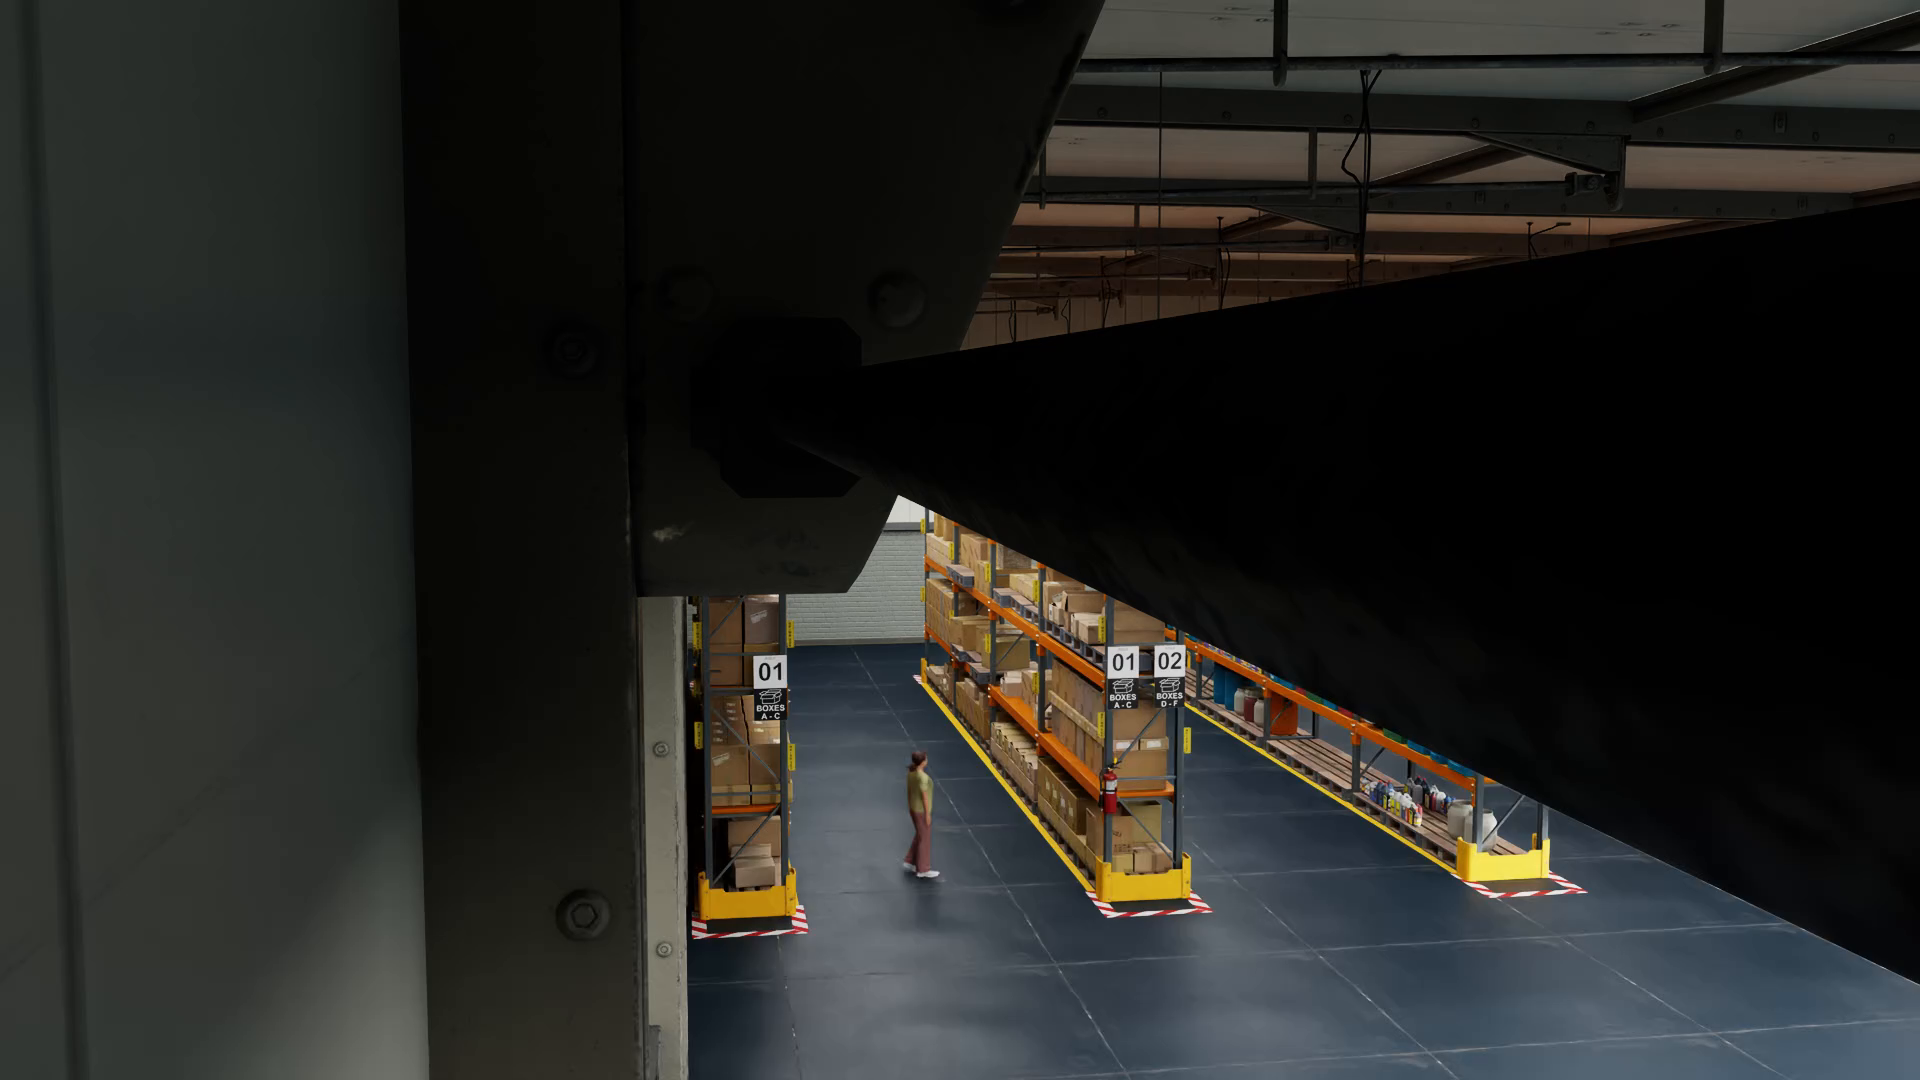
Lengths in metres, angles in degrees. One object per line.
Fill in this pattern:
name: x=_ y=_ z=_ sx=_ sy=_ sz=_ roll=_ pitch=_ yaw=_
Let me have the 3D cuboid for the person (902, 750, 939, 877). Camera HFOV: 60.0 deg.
person: x=-0.506 y=3.591 z=21.840 sx=0.386 sy=1.698 sz=0.524 roll=-2 pitch=6 yaw=-26
